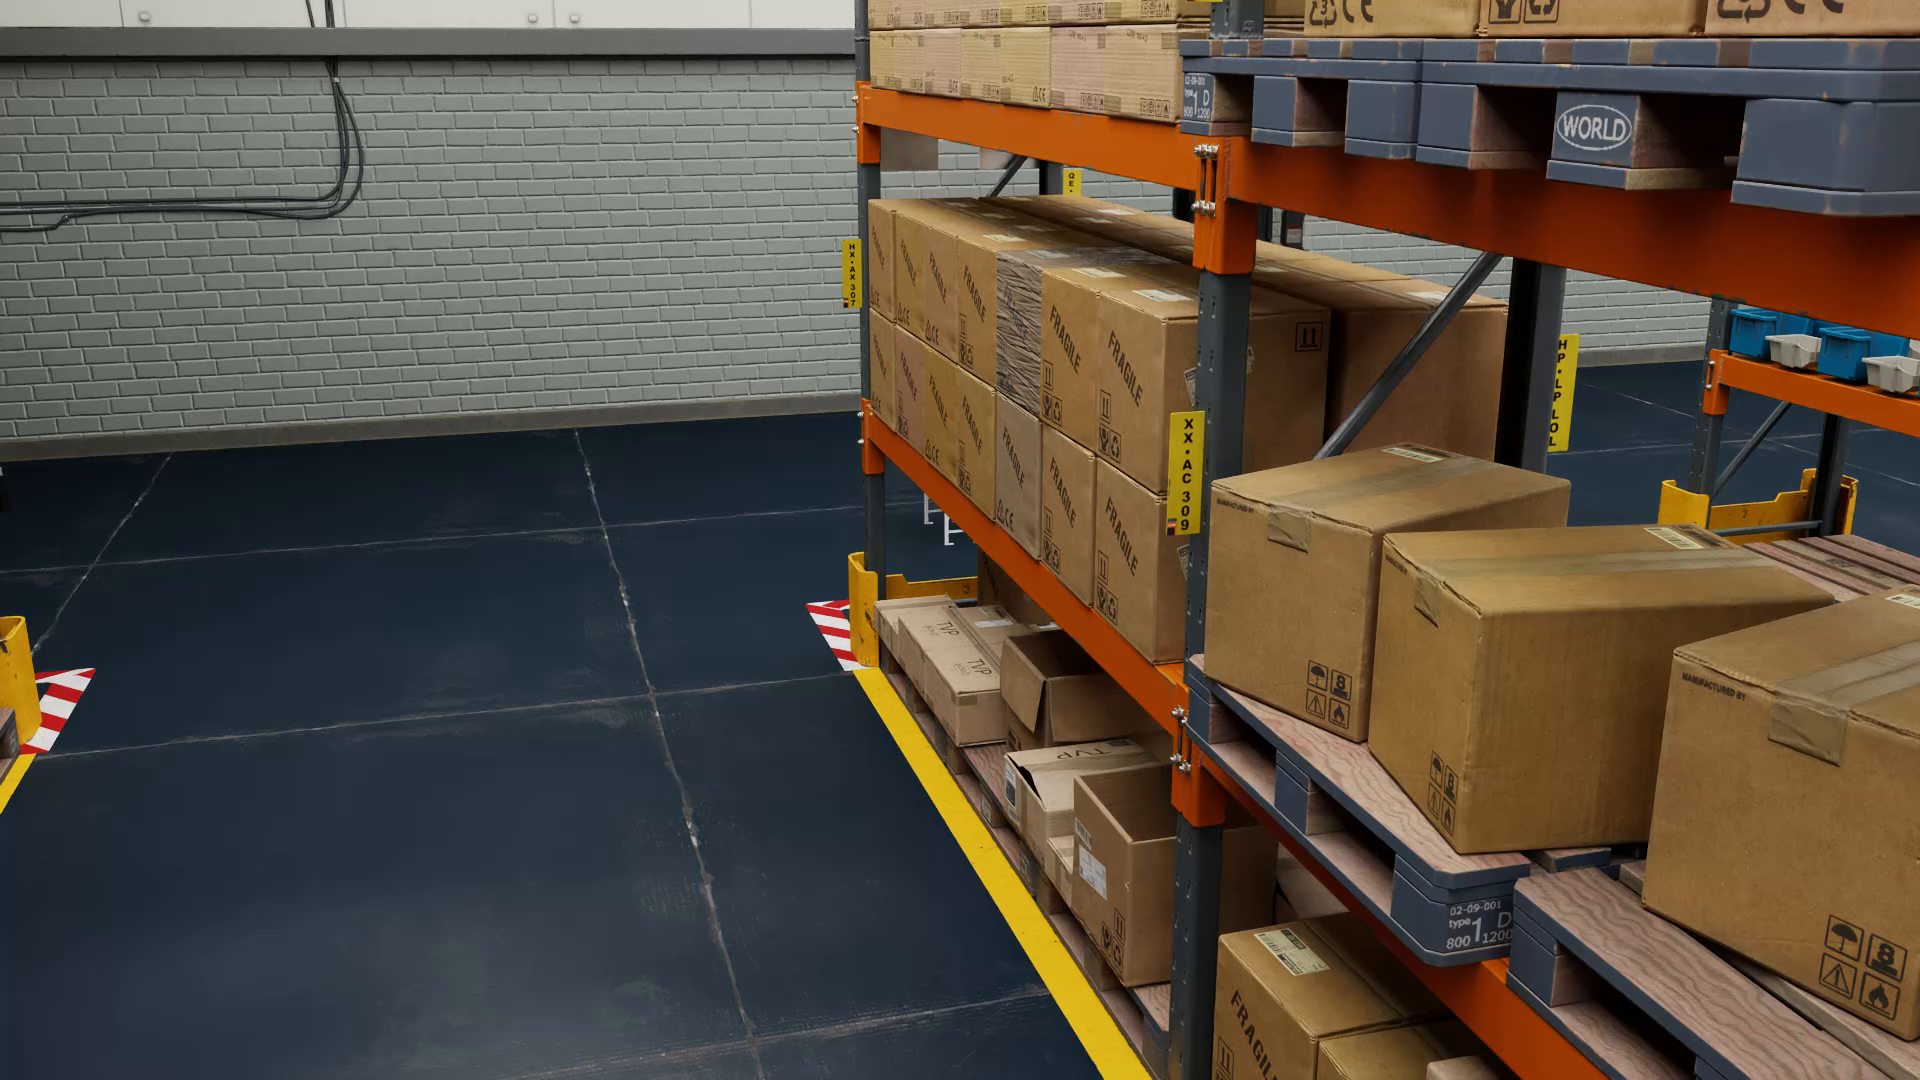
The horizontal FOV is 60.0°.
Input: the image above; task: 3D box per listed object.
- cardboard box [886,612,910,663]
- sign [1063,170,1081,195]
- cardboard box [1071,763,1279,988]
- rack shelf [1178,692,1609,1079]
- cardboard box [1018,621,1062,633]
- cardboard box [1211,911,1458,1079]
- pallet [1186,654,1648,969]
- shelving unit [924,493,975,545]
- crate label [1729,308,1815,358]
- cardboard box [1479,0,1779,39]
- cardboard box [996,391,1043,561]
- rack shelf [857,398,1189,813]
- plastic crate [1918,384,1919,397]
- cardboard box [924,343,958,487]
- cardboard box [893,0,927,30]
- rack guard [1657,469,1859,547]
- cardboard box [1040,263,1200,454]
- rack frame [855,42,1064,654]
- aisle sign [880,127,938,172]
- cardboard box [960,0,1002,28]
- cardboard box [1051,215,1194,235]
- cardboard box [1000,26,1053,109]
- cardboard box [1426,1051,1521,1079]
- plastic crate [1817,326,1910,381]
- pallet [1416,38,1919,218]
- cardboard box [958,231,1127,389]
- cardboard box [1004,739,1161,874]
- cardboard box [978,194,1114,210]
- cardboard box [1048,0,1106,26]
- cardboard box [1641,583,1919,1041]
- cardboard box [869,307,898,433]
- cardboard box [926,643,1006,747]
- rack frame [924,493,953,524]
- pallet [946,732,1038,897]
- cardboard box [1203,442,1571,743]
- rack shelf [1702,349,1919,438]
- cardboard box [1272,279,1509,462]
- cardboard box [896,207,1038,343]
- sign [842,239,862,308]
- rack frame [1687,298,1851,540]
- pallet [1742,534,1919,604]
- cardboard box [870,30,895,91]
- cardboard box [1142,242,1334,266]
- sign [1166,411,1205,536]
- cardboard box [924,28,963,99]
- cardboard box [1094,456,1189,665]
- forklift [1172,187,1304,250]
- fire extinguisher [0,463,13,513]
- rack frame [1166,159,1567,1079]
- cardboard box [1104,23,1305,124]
[{"bbox_3d":[-0.140,0.450,7.900,0.380,0.166,0.250,-5,17,-15],"label":"cardboard box"},{"bbox_3d":[0.546,-1.652,8.177,0.100,0.325,0.005,-5,17,-15],"label":"sign"},{"bbox_3d":[0.677,1.050,5.324,0.500,0.500,0.500,-5,17,-15],"label":"cardboard box"},{"bbox_3d":[1.656,1.096,2.840,1.077,0.370,4.000,-5,17,-15],"label":"rack shelf"},{"bbox_3d":[0.418,0.488,7.773,0.380,0.166,0.250,-5,17,-15],"label":"cardboard box"},{"bbox_3d":[1.005,1.338,4.365,0.500,0.500,0.500,-6,18,-18],"label":"cardboard box"},{"bbox_3d":[1.221,0.520,3.841,1.003,0.211,1.213,-5,17,-15],"label":"pallet"},{"bbox_3d":[-0.045,-0.620,10.432,0.258,1.200,0.503,-5,17,-15],"label":"shelving unit"},{"bbox_3d":[4.522,-1.153,9.263,0.416,0.233,0.303,-5,17,-15],"label":"crate label"},{"bbox_3d":[1.379,-1.207,2.965,0.600,0.600,0.600,-5,17,-16],"label":"cardboard box"},{"bbox_3d":[0.436,-0.252,5.903,0.500,0.500,0.500,-4,17,-14],"label":"cardboard box"},{"bbox_3d":[0.557,-0.010,6.523,1.077,0.370,4.000,-5,17,-15],"label":"rack shelf"},{"bbox_3d":[4.884,-0.789,8.051,0.416,0.233,0.300,-5,17,-15],"label":"plastic crate"},{"bbox_3d":[0.157,-0.531,6.832,0.500,0.500,0.500,-5,17,-15],"label":"cardboard box"},{"bbox_3d":[0.028,-2.211,6.776,0.500,0.250,0.500,-5,17,-15],"label":"cardboard box"},{"bbox_3d":[4.751,-0.107,9.940,1.175,0.500,0.348,-5,17,-15],"label":"rack guard"},{"bbox_3d":[0.575,-0.589,5.288,0.500,0.500,0.500,-5,17,-16],"label":"cardboard box"},{"bbox_3d":[0.007,-0.908,8.261,1.000,3.000,0.127,-5,17,-15],"label":"rack frame"},{"bbox_3d":[-0.294,-2.149,7.873,0.394,0.787,0.004,-5,17,-15],"label":"aisle sign"},{"bbox_3d":[0.305,-1.934,5.856,0.500,0.250,0.500,-5,17,-15],"label":"cardboard box"},{"bbox_3d":[0.680,-1.051,6.825,0.500,0.500,0.500,-4,17,-14],"label":"cardboard box"},{"bbox_3d":[0.444,-1.557,5.467,0.500,0.250,0.500,-5,17,-15],"label":"cardboard box"},{"bbox_3d":[1.280,1.255,3.336,0.500,0.250,0.500,-5,17,-15],"label":"cardboard box"},{"bbox_3d":[4.703,-0.971,8.657,0.416,0.233,0.300,-5,17,-15],"label":"plastic crate"},{"bbox_3d":[1.506,-0.676,2.600,1.213,0.211,1.003,-5,17,-15],"label":"pallet"},{"bbox_3d":[0.299,-0.868,6.216,0.500,0.500,0.500,-5,17,-16],"label":"cardboard box"},{"bbox_3d":[0.471,0.933,6.042,0.500,0.311,0.500,-5,17,-15],"label":"cardboard box"},{"bbox_3d":[0.394,-1.334,7.766,0.500,0.500,0.500,-5,17,-16],"label":"cardboard box"},{"bbox_3d":[0.577,-1.658,4.934,0.500,0.250,0.500,-5,17,-15],"label":"cardboard box"},{"bbox_3d":[1.651,0.433,2.893,0.700,0.500,0.500,-10,19,-29],"label":"cardboard box"},{"bbox_3d":[-0.125,-0.812,7.769,0.500,0.500,0.500,-4,17,-14],"label":"cardboard box"},{"bbox_3d":[0.158,0.647,7.098,0.500,0.250,0.500,-5,17,-15],"label":"cardboard box"},{"bbox_3d":[-0.113,-0.688,10.657,0.240,1.200,0.015,-5,17,-15],"label":"rack frame"},{"bbox_3d":[0.579,1.006,6.737,1.003,0.211,1.213,-5,17,-15],"label":"pallet"},{"bbox_3d":[1.021,0.098,4.008,0.700,0.500,0.500,-12,20,-34],"label":"cardboard box"},{"bbox_3d":[5.320,-0.401,7.824,1.077,0.370,4.000,-5,17,-15],"label":"rack shelf"},{"bbox_3d":[1.247,-0.481,4.928,0.500,0.500,0.500,-4,17,-14],"label":"cardboard box"},{"bbox_3d":[0.026,-1.147,7.146,0.500,0.500,0.500,-5,17,-15],"label":"cardboard box"},{"bbox_3d":[-0.515,-1.280,7.994,0.100,0.325,0.005,-5,17,-15],"label":"sign"},{"bbox_3d":[4.771,-1.299,9.562,1.000,3.000,0.127,-5,17,-15],"label":"rack frame"},{"bbox_3d":[4.960,0.268,9.193,1.003,0.211,1.213,-5,17,-15],"label":"pallet"},{"bbox_3d":[-0.096,-2.111,7.312,0.500,0.250,0.500,-5,17,-15],"label":"cardboard box"},{"bbox_3d":[0.964,-0.766,5.876,0.500,0.500,0.500,-5,17,-17],"label":"cardboard box"},{"bbox_3d":[0.587,-0.171,4.304,0.100,0.325,0.005,-5,17,-15],"label":"sign"},{"bbox_3d":[0.168,-1.833,6.388,0.500,0.250,0.500,-5,17,-15],"label":"cardboard box"},{"bbox_3d":[0.722,0.032,4.956,0.500,0.500,0.500,-4,17,-14],"label":"cardboard box"},{"bbox_3d":[2.114,-1.524,10.432,3.031,2.935,1.130,-3,17,-10],"label":"forklift"},{"bbox_3d":[-4.353,-0.378,7.279,0.296,0.674,0.183,-5,17,-15],"label":"fire extinguisher"},{"bbox_3d":[1.106,0.198,4.578,1.000,3.000,0.127,-5,17,-15],"label":"rack frame"},{"bbox_3d":[0.717,-1.280,4.546,0.500,0.250,0.500,-5,17,-15],"label":"cardboard box"}]
